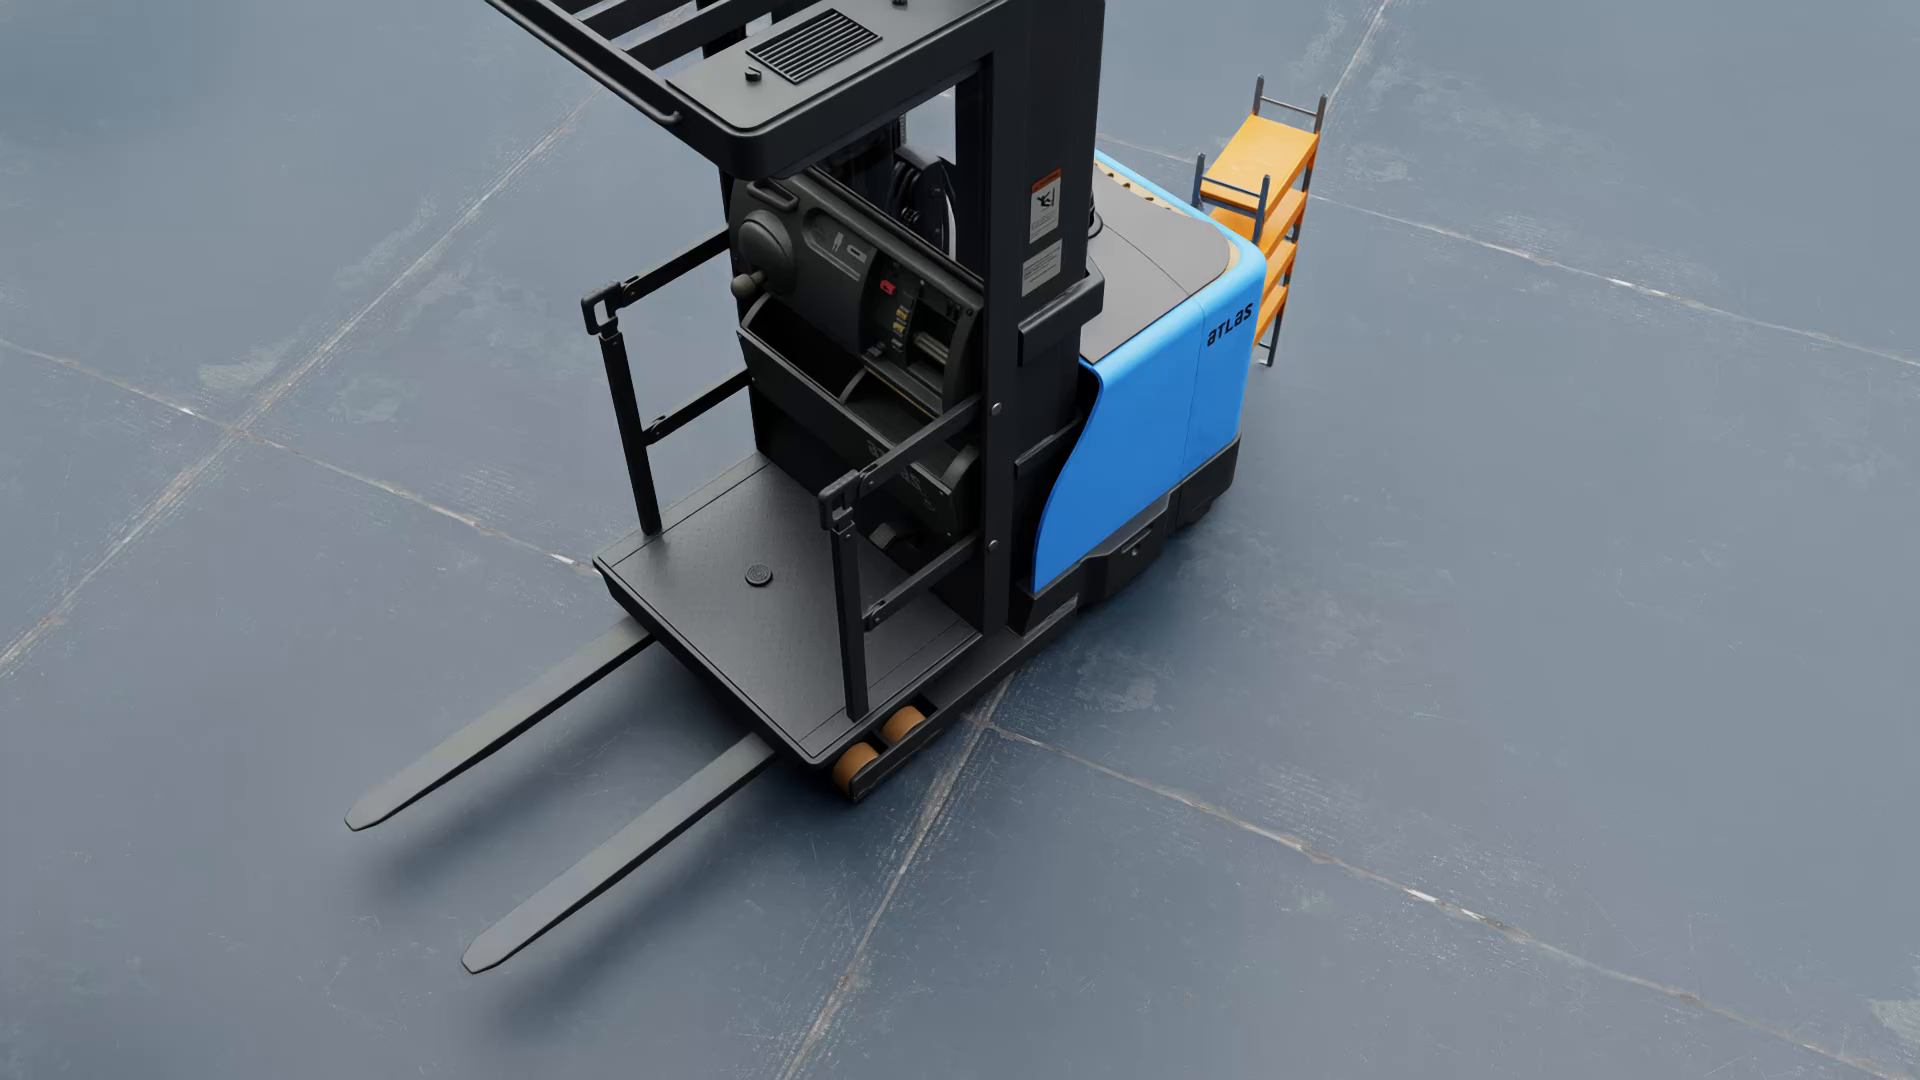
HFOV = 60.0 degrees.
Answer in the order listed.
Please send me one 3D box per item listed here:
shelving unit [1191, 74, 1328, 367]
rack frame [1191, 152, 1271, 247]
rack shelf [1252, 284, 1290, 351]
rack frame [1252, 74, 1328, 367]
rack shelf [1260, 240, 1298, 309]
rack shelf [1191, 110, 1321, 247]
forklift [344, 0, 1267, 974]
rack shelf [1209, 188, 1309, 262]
[{"bbox_3d":[0.966,-0.934,5.754,0.258,1.200,0.503,23,53,18],"label":"shelving unit"},{"bbox_3d":[0.848,-0.773,5.615,0.240,1.200,0.015,23,53,18],"label":"rack frame"},{"bbox_3d":[0.965,-0.761,5.956,0.258,0.148,0.480,23,53,18],"label":"rack shelf"},{"bbox_3d":[1.085,-1.096,5.894,0.240,1.200,0.015,23,53,18],"label":"rack frame"},{"bbox_3d":[0.966,-0.890,5.805,0.258,0.148,0.480,23,53,18],"label":"rack shelf"},{"bbox_3d":[0.969,-1.190,5.456,0.258,0.148,0.480,23,53,18],"label":"rack shelf"},{"bbox_3d":[-0.450,-0.621,4.354,3.031,2.935,1.130,-36,58,-27],"label":"forklift"},{"bbox_3d":[0.967,-1.036,5.636,0.258,0.148,0.480,23,53,18],"label":"rack shelf"}]
